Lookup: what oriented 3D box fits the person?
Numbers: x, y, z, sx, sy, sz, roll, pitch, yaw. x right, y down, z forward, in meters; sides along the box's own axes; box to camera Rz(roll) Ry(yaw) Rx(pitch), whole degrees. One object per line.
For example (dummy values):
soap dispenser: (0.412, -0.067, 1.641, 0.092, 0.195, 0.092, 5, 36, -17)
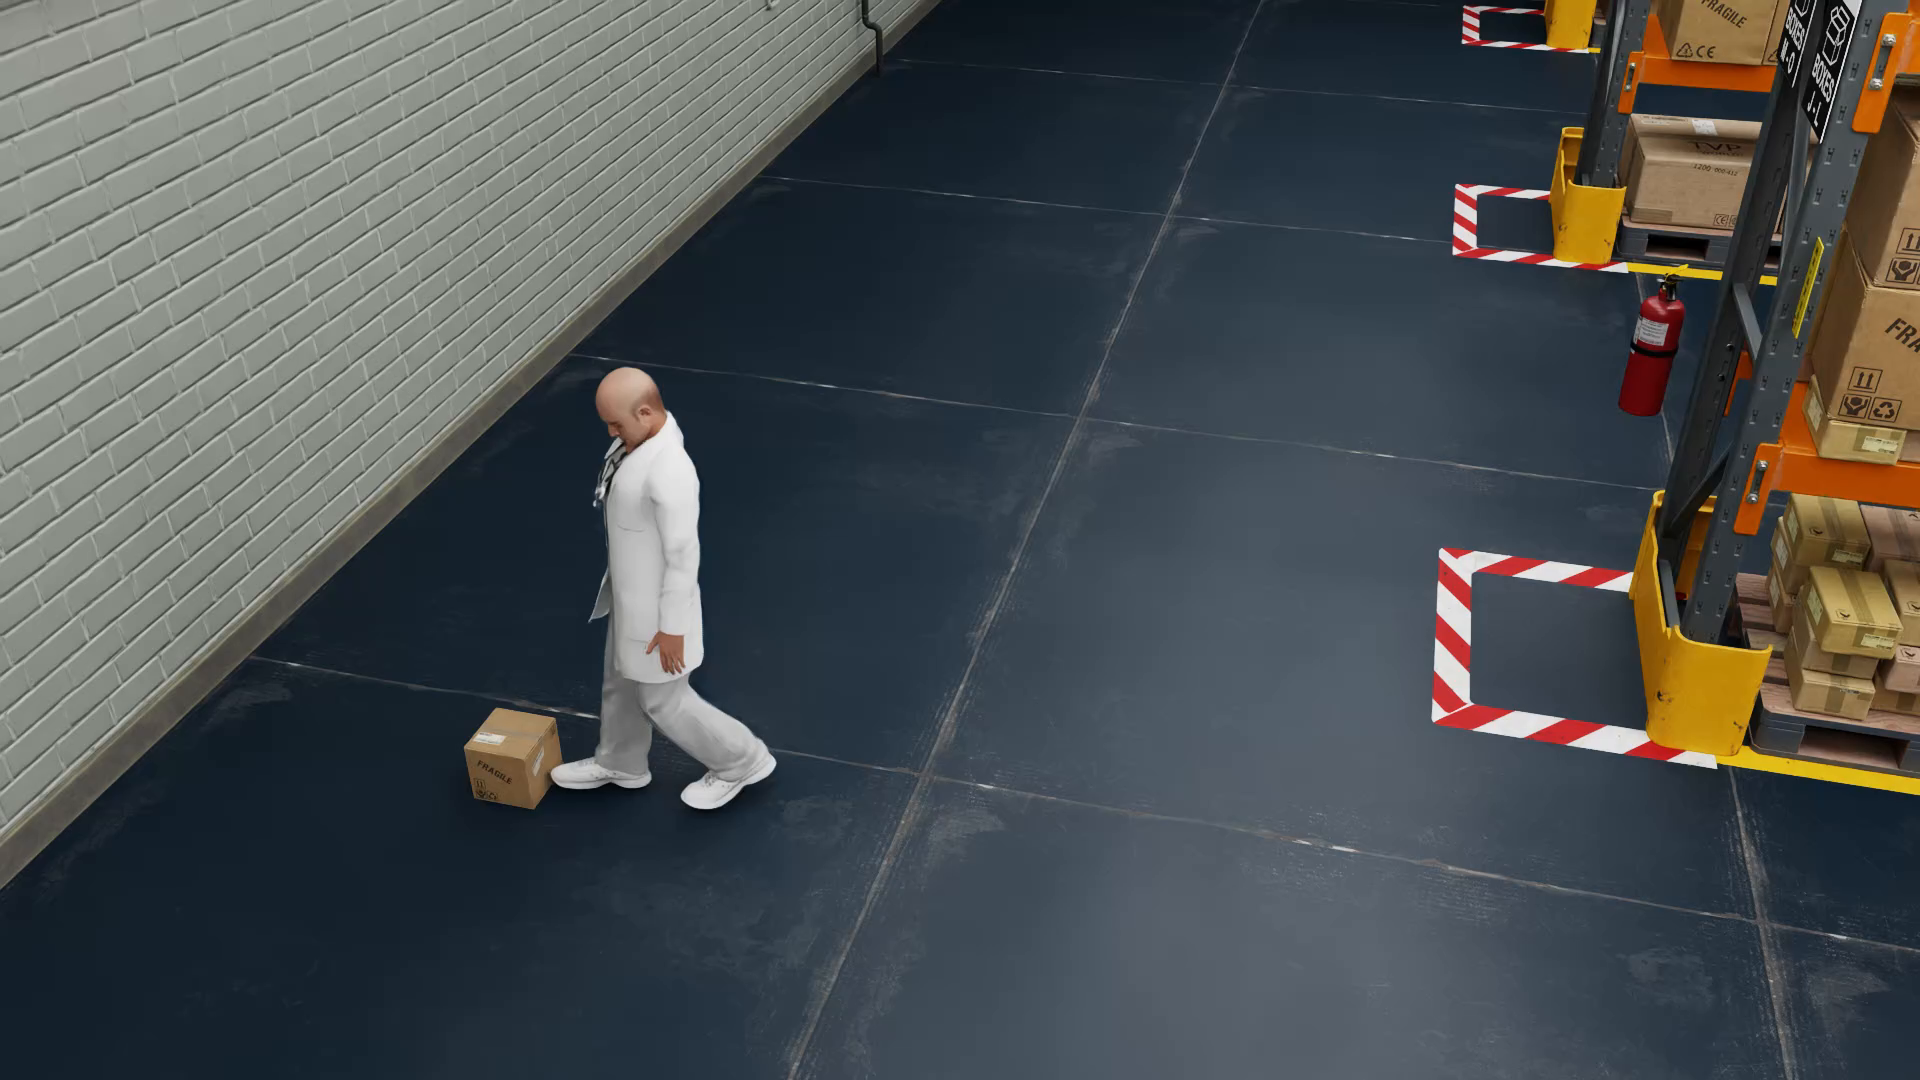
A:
person: (-1.112, 0.201, 5.820, 0.816, 1.753, 0.630, -9, 34, -15)
